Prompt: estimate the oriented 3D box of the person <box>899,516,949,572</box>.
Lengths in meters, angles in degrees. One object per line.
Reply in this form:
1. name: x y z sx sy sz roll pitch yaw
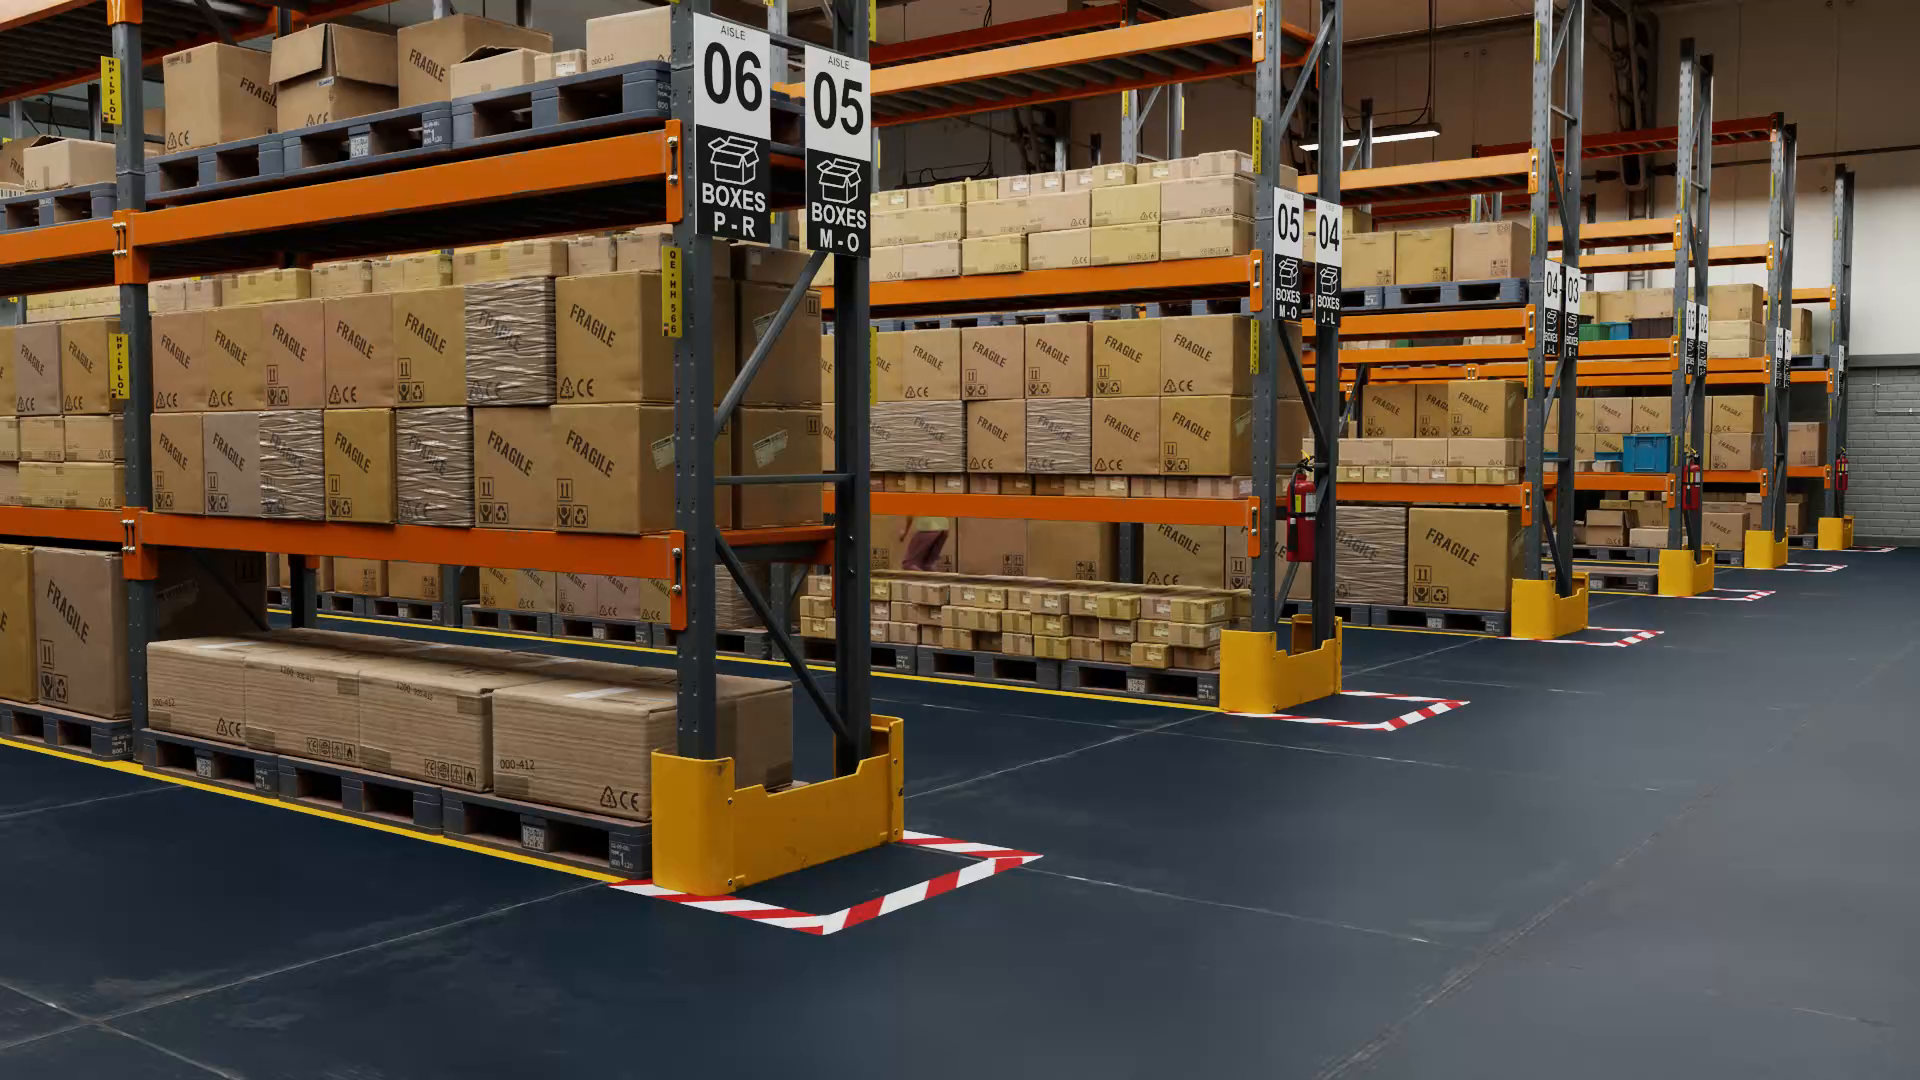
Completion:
1. person: -0.365 -0.082 16.520 0.467 1.573 0.486 2 4 37
